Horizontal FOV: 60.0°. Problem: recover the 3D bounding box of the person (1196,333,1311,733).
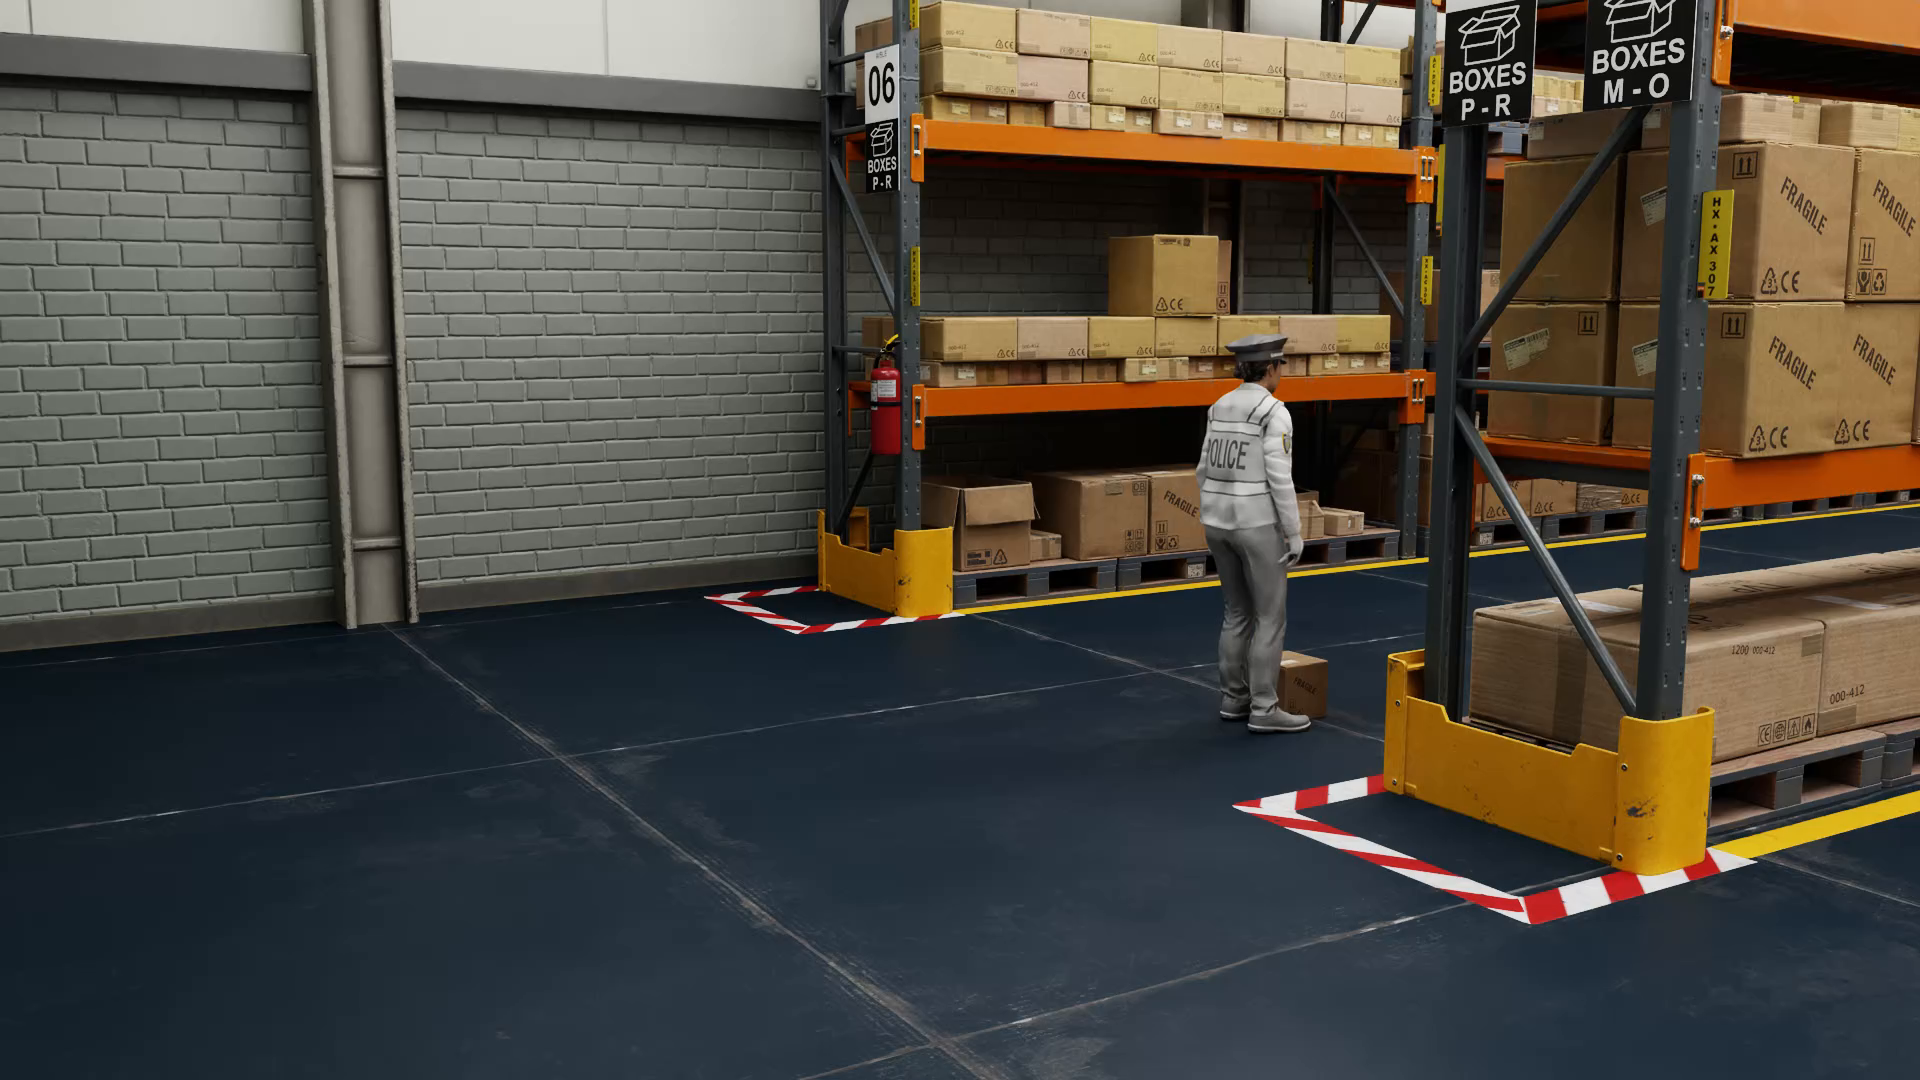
[{"bbox_3d":[1.244,-0.040,7.085,0.407,1.667,0.545,-5,10,-33],"label":"person"}]
